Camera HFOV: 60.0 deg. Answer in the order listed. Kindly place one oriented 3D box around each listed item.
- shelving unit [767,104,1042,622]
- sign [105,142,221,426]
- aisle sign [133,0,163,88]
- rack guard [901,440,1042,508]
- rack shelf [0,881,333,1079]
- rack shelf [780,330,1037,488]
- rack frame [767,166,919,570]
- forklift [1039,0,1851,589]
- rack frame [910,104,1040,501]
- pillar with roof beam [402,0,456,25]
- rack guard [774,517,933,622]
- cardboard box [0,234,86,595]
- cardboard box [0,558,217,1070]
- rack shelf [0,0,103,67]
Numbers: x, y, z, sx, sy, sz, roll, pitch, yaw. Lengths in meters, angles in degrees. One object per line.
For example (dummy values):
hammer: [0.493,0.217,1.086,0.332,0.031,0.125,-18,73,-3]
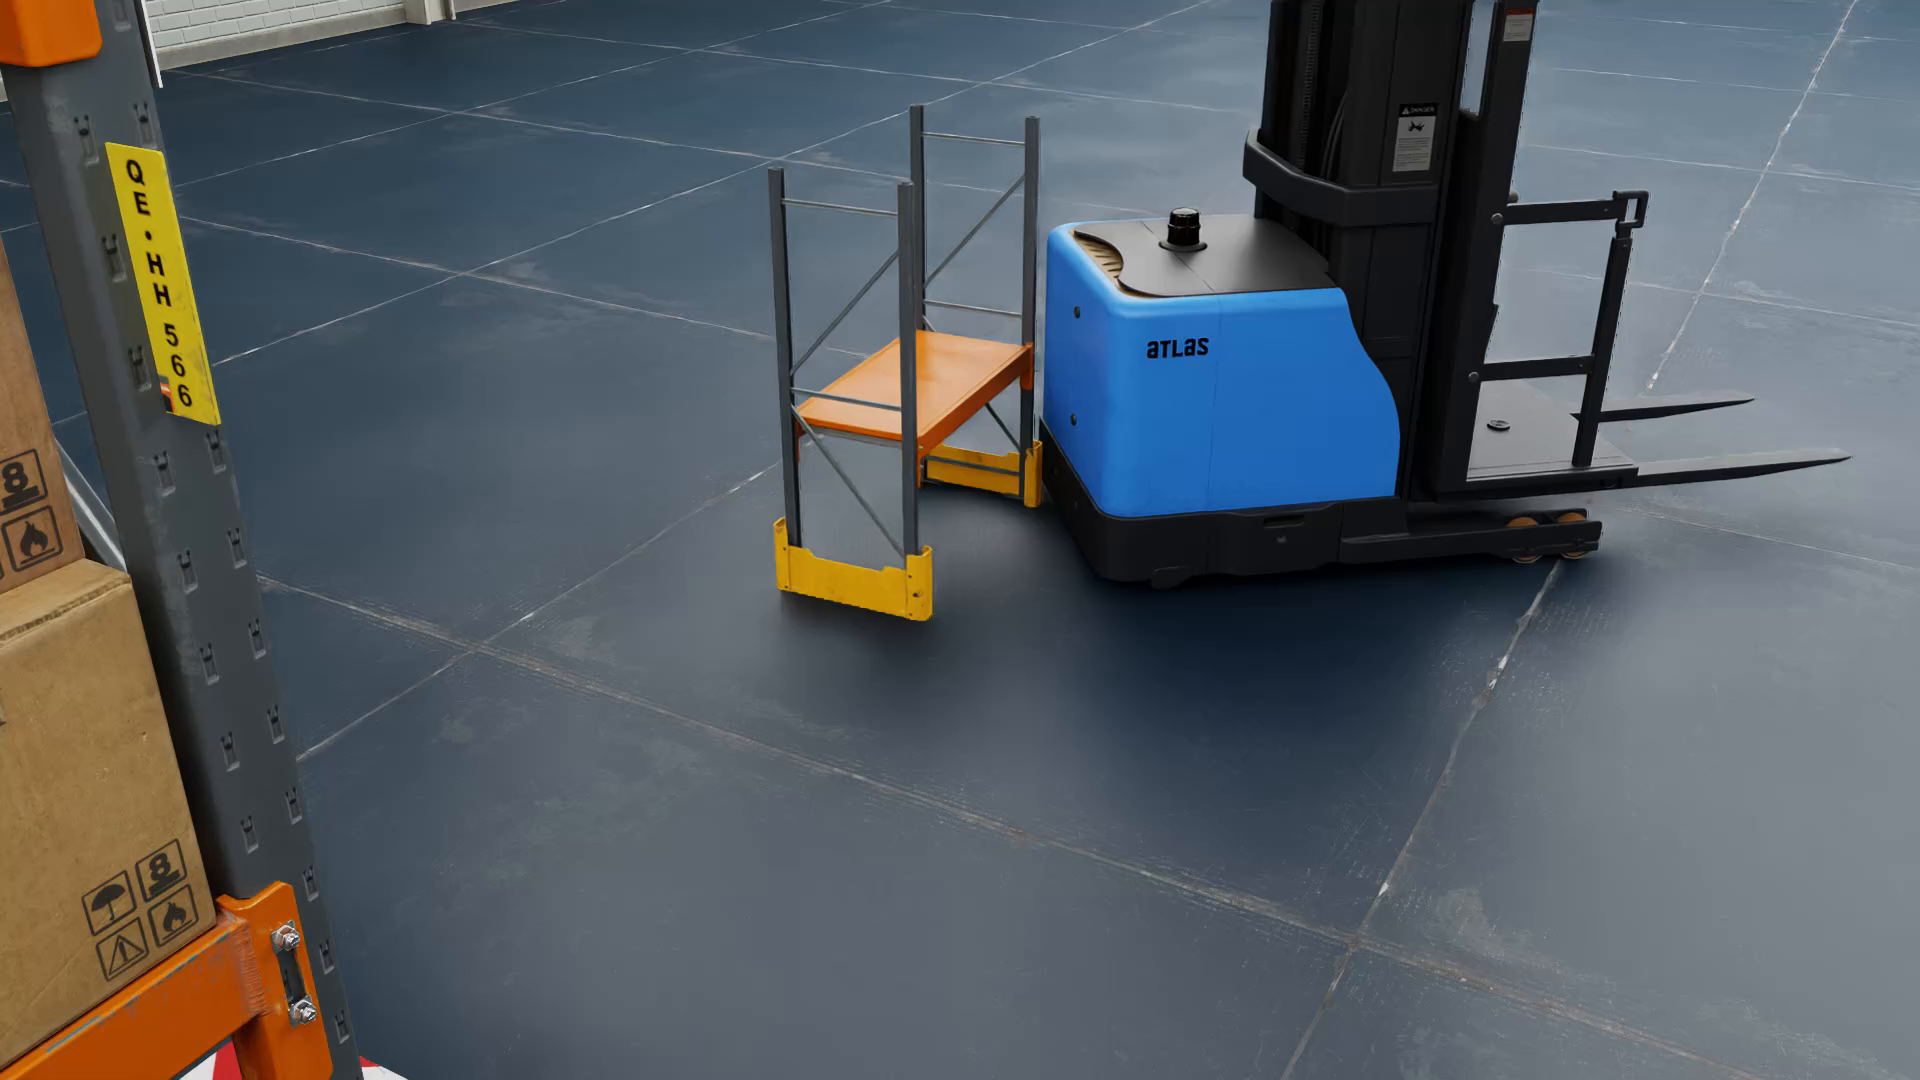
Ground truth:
shelving unit: [-0.166,-0.662,5.897,0.587,1.500,1.083,12,29,22]
sign: [-0.922,-0.292,1.924,0.100,0.325,0.005,14,30,26]
aisle sign: [-1.092,-0.917,1.827,0.394,0.787,0.004,14,30,26]
rack guard: [0.042,-0.306,6.582,0.587,0.250,0.087,12,29,22]
rack shelf: [-2.372,1.308,1.089,1.077,0.370,4.000,14,30,26]
rack shelf: [-0.162,-0.505,5.985,0.538,0.185,1.000,12,29,22]
rack frame: [-0.373,-0.459,5.491,0.500,1.500,0.032,12,29,22]
forklift: [1.880,-1.451,5.874,3.031,2.935,1.130,-5,27,-10]
rack frame: [0.050,-0.873,6.318,0.500,1.500,0.032,12,29,22]
pillar with roof beam: [-1.547,-8.274,12.725,9.100,9.000,0.400,14,30,26]
rack guard: [-0.373,0.099,5.772,0.587,0.250,0.087,12,29,22]
cardboard box: [-1.604,-0.207,1.938,0.875,0.550,0.550,14,30,26]
cardboard box: [-1.531,0.295,2.143,0.875,0.550,0.550,14,30,26]
rack shelf: [-2.372,-0.033,0.418,1.077,0.370,4.000,14,30,26]
